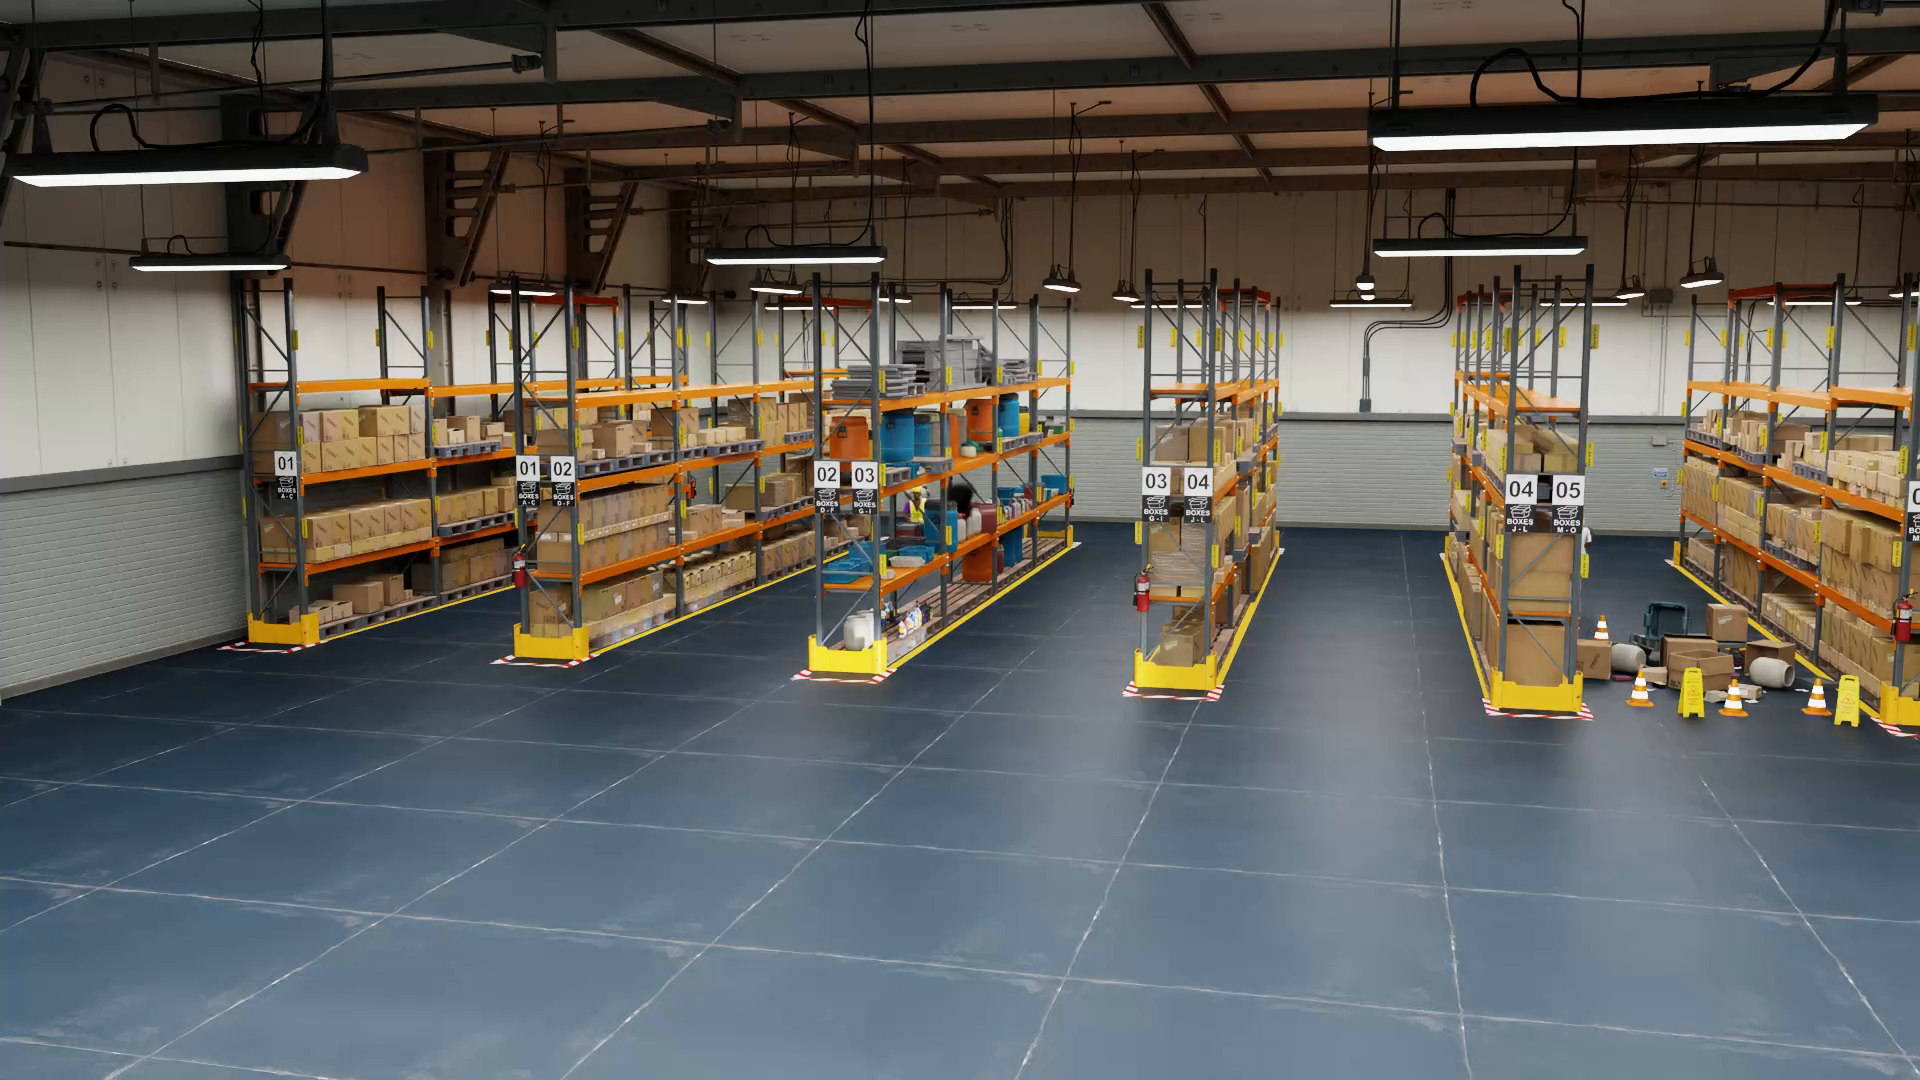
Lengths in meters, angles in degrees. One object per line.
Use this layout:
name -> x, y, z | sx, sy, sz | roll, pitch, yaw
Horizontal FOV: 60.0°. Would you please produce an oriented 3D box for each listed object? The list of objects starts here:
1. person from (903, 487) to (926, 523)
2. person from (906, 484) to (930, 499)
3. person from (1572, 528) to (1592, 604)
person -> -0.915, -0.326, 37.266 | 0.723, 1.716, 0.751 | 1, 7, 10
person -> -1.025, -0.926, 42.036 | 0.699, 1.573, 0.593 | 7, 10, 45
person -> 11.610, 0.384, 31.462 | 0.628, 1.776, 0.827 | 2, 7, 14
